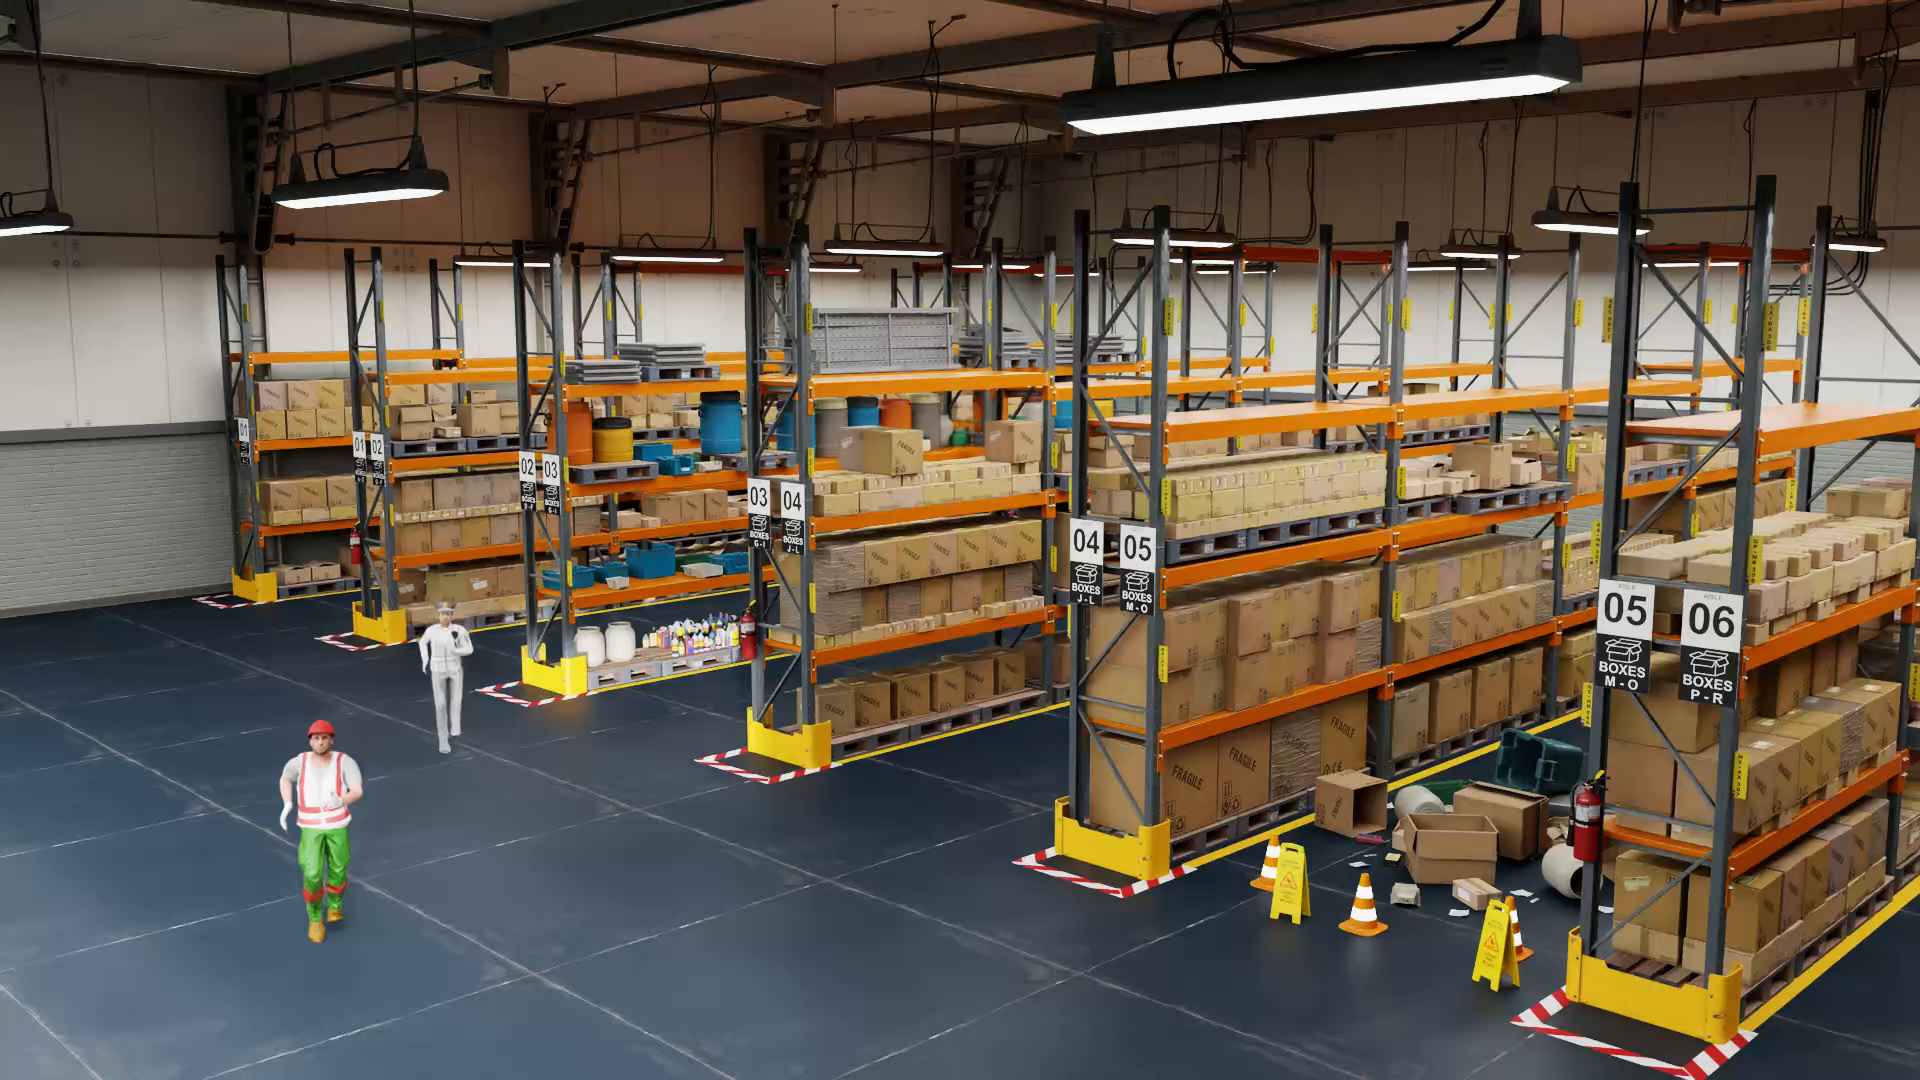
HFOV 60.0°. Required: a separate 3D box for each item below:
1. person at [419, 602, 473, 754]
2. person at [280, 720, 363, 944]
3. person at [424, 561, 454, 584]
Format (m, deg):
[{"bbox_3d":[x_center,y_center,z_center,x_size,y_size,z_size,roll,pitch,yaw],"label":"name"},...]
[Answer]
[{"bbox_3d":[-6.010,1.557,19.500,0.599,1.714,0.893,-3,9,-18],"label":"person"},{"bbox_3d":[-5.205,2.369,13.595,0.641,1.817,0.735,-3,9,-22],"label":"person"},{"bbox_3d":[-8.809,0.364,28.346,0.574,1.719,0.754,8,11,43],"label":"person"}]
